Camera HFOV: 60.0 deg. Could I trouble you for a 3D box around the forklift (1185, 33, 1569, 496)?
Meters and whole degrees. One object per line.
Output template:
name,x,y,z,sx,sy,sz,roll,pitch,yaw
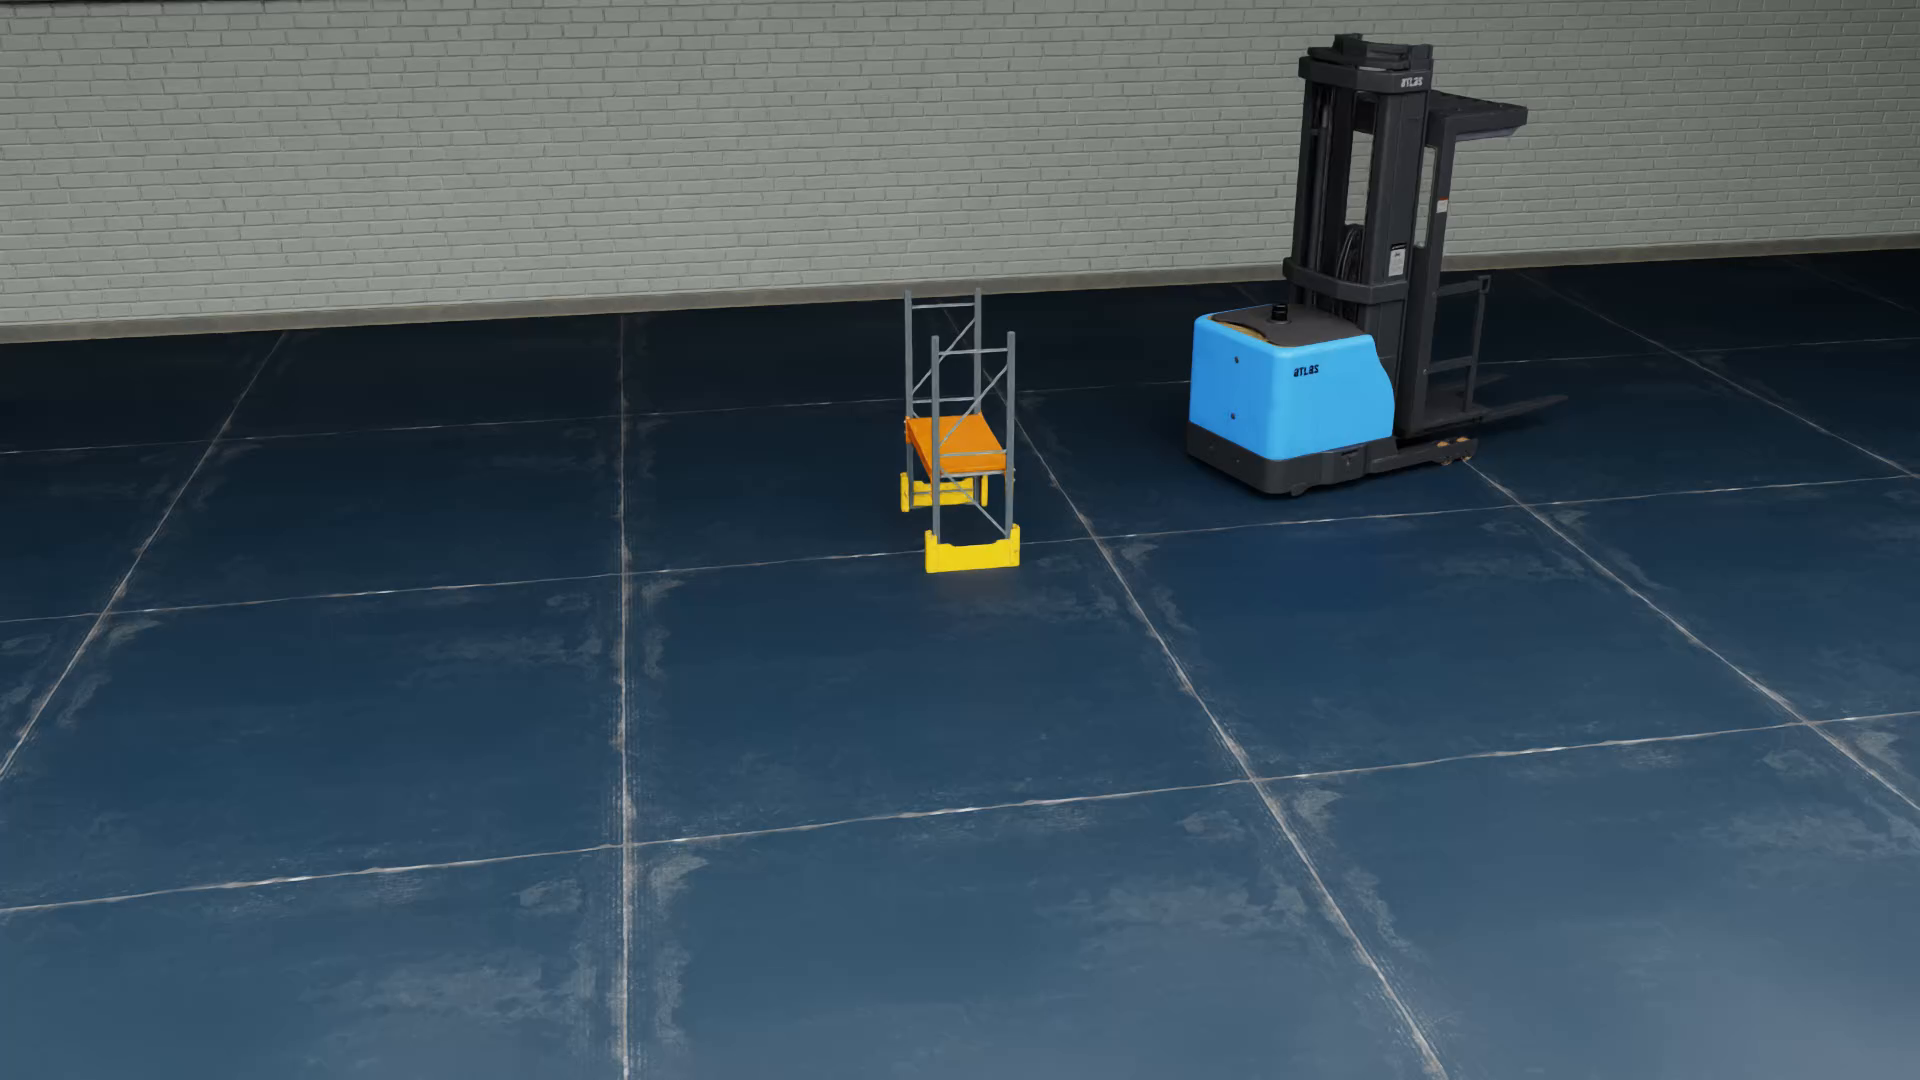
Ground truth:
forklift,3.168,-2.053,11.789,3.031,2.935,1.130,-13,27,-27

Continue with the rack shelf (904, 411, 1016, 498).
rack shelf,-0.016,-0.556,10.599,0.538,0.185,1.000,-4,24,-10

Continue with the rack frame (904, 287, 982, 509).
rack frame,-0.110,-0.921,10.984,0.500,1.500,0.032,-4,24,-10

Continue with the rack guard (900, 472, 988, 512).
rack guard,-0.106,-0.340,11.217,0.587,0.250,0.087,-4,24,-10

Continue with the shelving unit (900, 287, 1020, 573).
shelving unit,-0.014,-0.717,10.518,0.587,1.500,1.083,-4,24,-10

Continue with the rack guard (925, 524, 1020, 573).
rack guard,0.078,0.051,10.320,0.587,0.250,0.087,-4,24,-10

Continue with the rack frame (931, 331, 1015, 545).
rack frame,0.078,-0.521,10.069,0.500,1.500,0.032,-4,24,-10
